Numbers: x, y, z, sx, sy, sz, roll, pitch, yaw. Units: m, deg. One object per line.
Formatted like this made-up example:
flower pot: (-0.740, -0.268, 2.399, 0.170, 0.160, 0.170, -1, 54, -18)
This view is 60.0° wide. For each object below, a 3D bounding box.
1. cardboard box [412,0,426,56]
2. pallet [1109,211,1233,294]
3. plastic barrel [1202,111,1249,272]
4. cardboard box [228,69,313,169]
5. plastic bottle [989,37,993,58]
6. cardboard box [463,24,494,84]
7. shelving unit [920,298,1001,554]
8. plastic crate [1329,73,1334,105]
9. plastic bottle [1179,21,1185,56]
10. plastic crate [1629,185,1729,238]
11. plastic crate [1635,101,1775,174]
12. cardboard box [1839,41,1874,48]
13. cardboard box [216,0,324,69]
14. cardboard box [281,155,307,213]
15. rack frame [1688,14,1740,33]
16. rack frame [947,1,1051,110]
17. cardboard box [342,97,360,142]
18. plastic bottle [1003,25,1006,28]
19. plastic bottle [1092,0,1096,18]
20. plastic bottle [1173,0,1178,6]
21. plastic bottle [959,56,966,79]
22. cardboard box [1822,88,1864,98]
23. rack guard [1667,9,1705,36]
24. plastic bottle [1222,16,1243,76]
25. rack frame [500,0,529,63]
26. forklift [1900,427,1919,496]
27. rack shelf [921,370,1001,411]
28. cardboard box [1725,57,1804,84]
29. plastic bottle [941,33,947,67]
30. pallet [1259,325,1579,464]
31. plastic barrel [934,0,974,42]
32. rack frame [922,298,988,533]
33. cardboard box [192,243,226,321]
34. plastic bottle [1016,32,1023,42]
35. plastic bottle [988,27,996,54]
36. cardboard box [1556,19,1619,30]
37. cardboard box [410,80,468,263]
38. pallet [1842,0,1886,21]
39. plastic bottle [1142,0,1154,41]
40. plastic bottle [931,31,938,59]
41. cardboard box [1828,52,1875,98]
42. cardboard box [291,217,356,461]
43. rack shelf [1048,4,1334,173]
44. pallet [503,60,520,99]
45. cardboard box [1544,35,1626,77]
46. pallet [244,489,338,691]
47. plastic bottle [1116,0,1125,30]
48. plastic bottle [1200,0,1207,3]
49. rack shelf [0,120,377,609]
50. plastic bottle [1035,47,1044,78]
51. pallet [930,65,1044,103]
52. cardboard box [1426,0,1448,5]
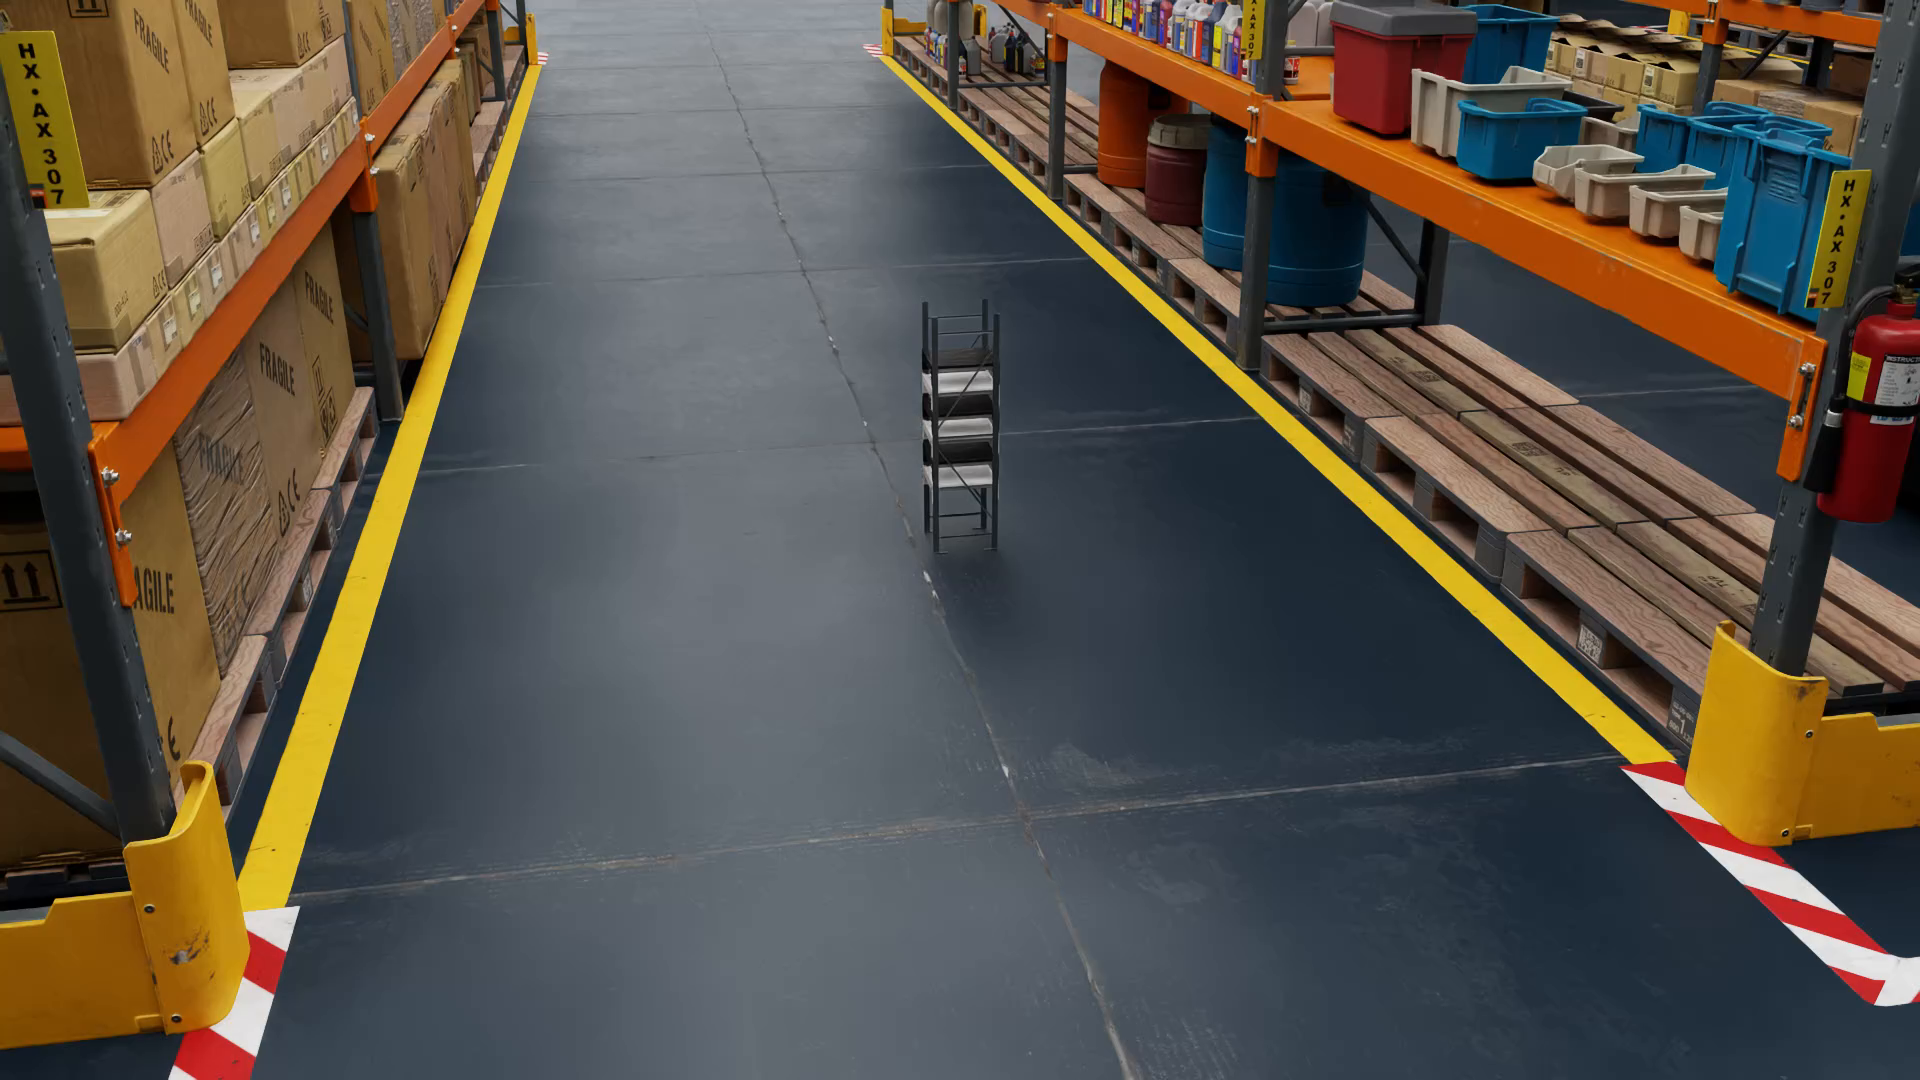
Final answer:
cardboard box: (-3.222, -2.928, 9.081, 0.500, 0.500, 0.500, -5, 24, -11)
pallet: (1.534, -1.761, 10.019, 1.003, 0.211, 1.213, -4, 24, -10)
plastic barrel: (1.650, -1.976, 9.124, 0.600, 0.901, 0.708, -4, 24, -10)
cardboard box: (-2.470, -1.394, 5.510, 0.500, 0.250, 0.500, -4, 24, -9)
plastic bottle: (0.343, -5.029, 16.963, 0.097, 0.201, 0.097, 0, 24, 0)
cardboard box: (-4.630, -4.464, 15.321, 0.500, 0.500, 0.500, 3, 24, 7)
shelving unit: (0.001, -0.409, 6.063, 0.258, 0.900, 0.210, -4, 24, -10)
plastic crate: (1.810, -1.965, 7.255, 0.396, 0.136, 0.243, -4, 24, -10)
plastic bottle: (1.240, -2.730, 9.002, 0.097, 0.201, 0.097, 0, 24, 0)
plastic crate: (2.236, -1.007, 5.063, 0.396, 0.136, 0.243, -4, 24, -10)
plastic crate: (2.583, -1.386, 5.811, 0.416, 0.233, 0.300, -4, 24, -10)
cardboard box: (9.890, -5.593, 17.881, 0.500, 0.500, 0.500, -6, 24, -14)
cardboard box: (-2.566, -1.938, 5.818, 0.500, 0.500, 0.500, -4, 24, -9)
cardboard box: (-2.386, -1.169, 5.492, 0.380, 0.149, 0.250, -5, 24, -11)
rack frame: (9.382, -7.705, 20.144, 1.000, 3.000, 0.127, -4, 24, -10)
rack frame: (0.386, -5.398, 14.862, 1.000, 3.000, 0.127, -4, 24, -10)
cardboard box: (-2.624, -1.674, 6.650, 0.380, 0.149, 0.250, -4, 24, -9)
plastic bottle: (0.456, -5.194, 17.239, 0.061, 0.283, 0.133, -4, 24, -8)
plastic bottle: (0.900, -3.454, 10.659, 0.097, 0.201, 0.097, 0, 24, 0)
plastic bottle: (1.232, -2.911, 9.327, 0.097, 0.271, 0.097, 0, 24, 0)
plastic bottle: (0.012, -4.437, 15.608, 0.097, 0.201, 0.097, 0, 24, 0)
cardboard box: (6.397, -2.896, 11.706, 0.500, 0.500, 0.500, -3, 24, -8)
rack guard: (9.396, -6.529, 20.576, 1.175, 0.500, 0.348, -4, 24, -10)
plastic bottle: (1.407, -2.470, 8.312, 0.152, 0.276, 0.135, -4, 24, -10)
rack frame: (-5.222, -6.605, 17.626, 1.000, 3.000, 0.127, -4, 24, -10)
forklift: (5.168, -1.637, 6.335, 3.031, 2.935, 1.130, -9, 25, -19)
rack shelf: (0.001, -0.544, 6.004, 0.258, 0.077, 0.200, -4, 24, -10)
cardboard box: (6.186, -3.607, 12.972, 0.500, 0.311, 0.500, -4, 24, -8)
plastic bottle: (-0.112, -4.820, 16.299, 0.144, 0.351, 0.185, -4, 24, -10)
pallet: (2.039, -0.687, 7.560, 1.003, 0.211, 1.213, -4, 24, -10)
plastic barrel: (-0.065, -5.574, 17.848, 0.421, 0.512, 0.421, 0, 24, 0)
rack frame: (-0.017, -0.449, 6.154, 0.240, 0.900, 0.006, -4, 24, -10)
cardboard box: (-2.150, -0.665, 4.338, 0.380, 0.149, 0.250, -5, 24, -11)
plastic bottle: (0.609, -4.808, 16.272, 0.144, 0.351, 0.185, -5, 24, -12)
plastic bottle: (0.331, -5.129, 17.091, 0.061, 0.283, 0.133, -4, 24, -10)
cardboard box: (5.713, -4.611, 15.269, 0.500, 0.311, 0.500, -4, 24, -8)
cardboard box: (-3.478, -2.053, 9.333, 1.225, 0.875, 0.875, -4, 24, -10)
pallet: (6.358, -3.338, 10.384, 1.003, 0.211, 1.213, -4, 24, -10)
plastic bottle: (1.144, -3.028, 9.591, 0.152, 0.276, 0.135, -4, 24, -10)
plastic bottle: (-0.243, -5.013, 16.838, 0.097, 0.271, 0.097, 0, 24, 0)
cardboard box: (6.412, -3.217, 11.506, 0.500, 0.250, 0.500, -3, 24, -8)
cardboard box: (-2.959, -0.838, 6.552, 0.875, 0.875, 0.875, -4, 24, -10)
rack shelf: (1.495, -2.709, 9.603, 1.077, 0.370, 4.000, -4, 24, -10)
pallet: (-4.870, -4.496, 16.281, 1.003, 0.211, 1.213, -4, 24, -10)
cardboard box: (5.371, -4.167, 14.254, 0.500, 0.311, 0.500, -4, 24, -8)
pallet: (-2.710, 0.179, 5.577, 1.003, 0.211, 1.213, -4, 24, -10)
plastic bottle: (0.996, -3.249, 10.086, 0.061, 0.283, 0.133, -4, 24, -10)
plastic bottle: (1.623, -3.560, 10.901, 0.097, 0.201, 0.097, 0, 24, 0)
rack shelf: (-2.633, -0.769, 5.161, 1.077, 0.370, 4.000, -4, 24, -10)
plastic bottle: (0.757, -4.507, 15.682, 0.097, 0.271, 0.097, 0, 24, 0)
pallet: (0.302, -4.388, 16.033, 1.003, 0.211, 1.213, -4, 24, -10)
cardboard box: (4.873, -5.403, 16.848, 0.500, 0.500, 0.500, -4, 24, -10)
